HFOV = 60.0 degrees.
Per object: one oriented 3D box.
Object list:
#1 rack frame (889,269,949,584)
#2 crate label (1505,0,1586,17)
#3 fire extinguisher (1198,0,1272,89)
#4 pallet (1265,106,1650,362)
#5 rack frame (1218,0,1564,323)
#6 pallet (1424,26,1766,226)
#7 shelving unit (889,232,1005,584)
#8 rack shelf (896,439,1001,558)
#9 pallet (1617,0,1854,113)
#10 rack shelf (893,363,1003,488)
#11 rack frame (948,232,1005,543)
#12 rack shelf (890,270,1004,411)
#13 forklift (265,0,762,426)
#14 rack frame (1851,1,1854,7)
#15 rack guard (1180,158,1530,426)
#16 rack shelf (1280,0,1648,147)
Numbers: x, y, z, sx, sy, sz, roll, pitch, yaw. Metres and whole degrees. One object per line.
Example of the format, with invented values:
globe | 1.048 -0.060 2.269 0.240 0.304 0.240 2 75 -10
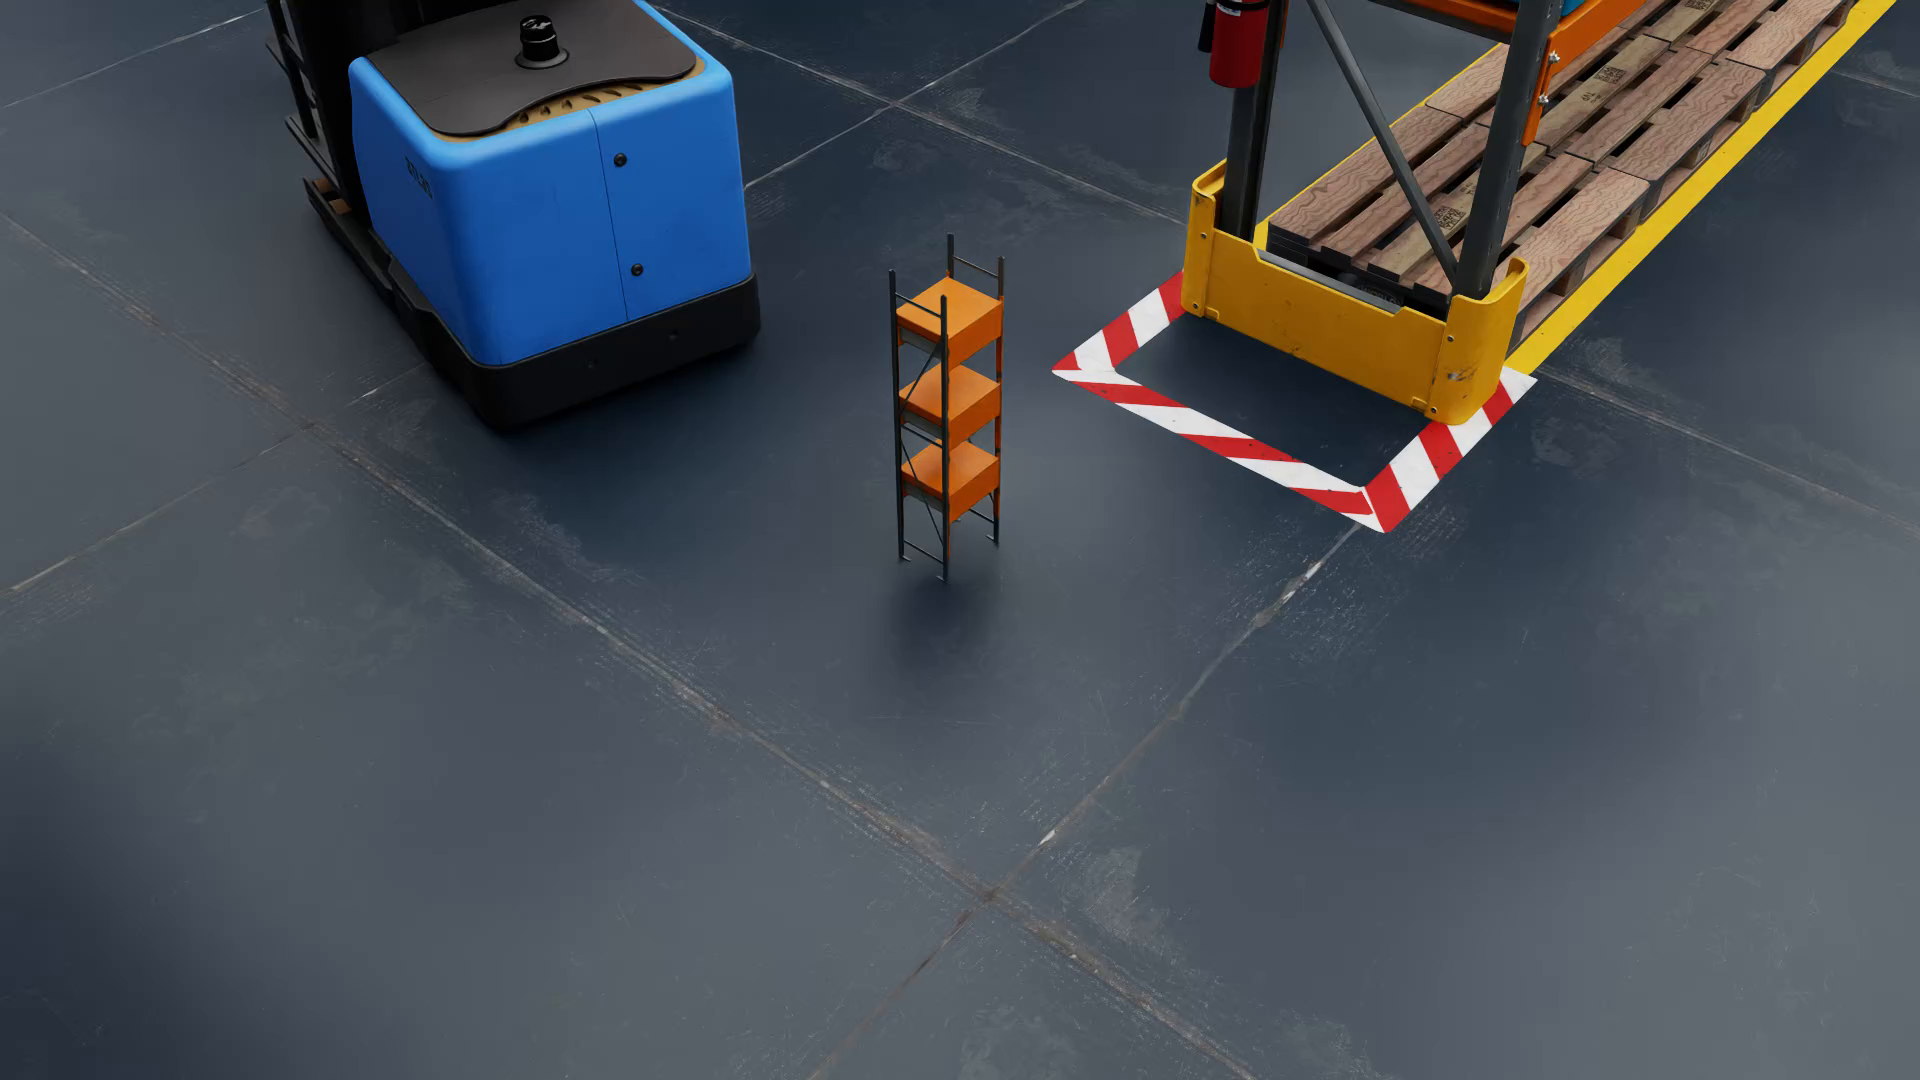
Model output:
rack frame | -0.113 -0.298 4.797 0.200 1.050 0.008 29 50 28
crate label | 1.771 -1.786 5.064 0.416 0.233 0.303 29 50 28
fire extinguisher | 0.915 -1.794 5.328 0.296 0.674 0.183 29 50 28
pallet | 1.921 -1.217 6.432 1.003 0.211 1.213 29 50 28
rack frame | 1.360 -1.841 5.045 1.000 3.000 0.127 29 50 28
pallet | 2.706 -1.843 7.120 1.003 0.211 1.213 29 50 28
shelving unit | -0.034 -0.361 4.867 0.215 1.050 0.252 29 50 28
rack shelf | -0.034 -0.147 5.061 0.215 0.259 0.240 29 50 28
pallet | 3.491 -2.474 7.814 1.003 0.211 1.213 29 50 28
rack shelf | -0.034 -0.353 4.874 0.215 0.259 0.240 29 50 28
rack frame | 0.044 -0.424 4.936 0.200 1.050 0.008 29 50 28
rack shelf | -0.034 -0.563 4.683 0.215 0.259 0.240 29 50 28
forklift | -1.953 -2.425 5.739 1.130 2.935 3.031 -24 48 -24
rack frame | 3.935 -3.901 7.310 1.000 3.000 0.127 29 50 28
rack guard | 1.355 -0.898 5.866 1.175 0.500 0.348 29 50 28
rack shelf | 2.647 -2.605 6.420 1.077 0.370 4.000 29 50 28
